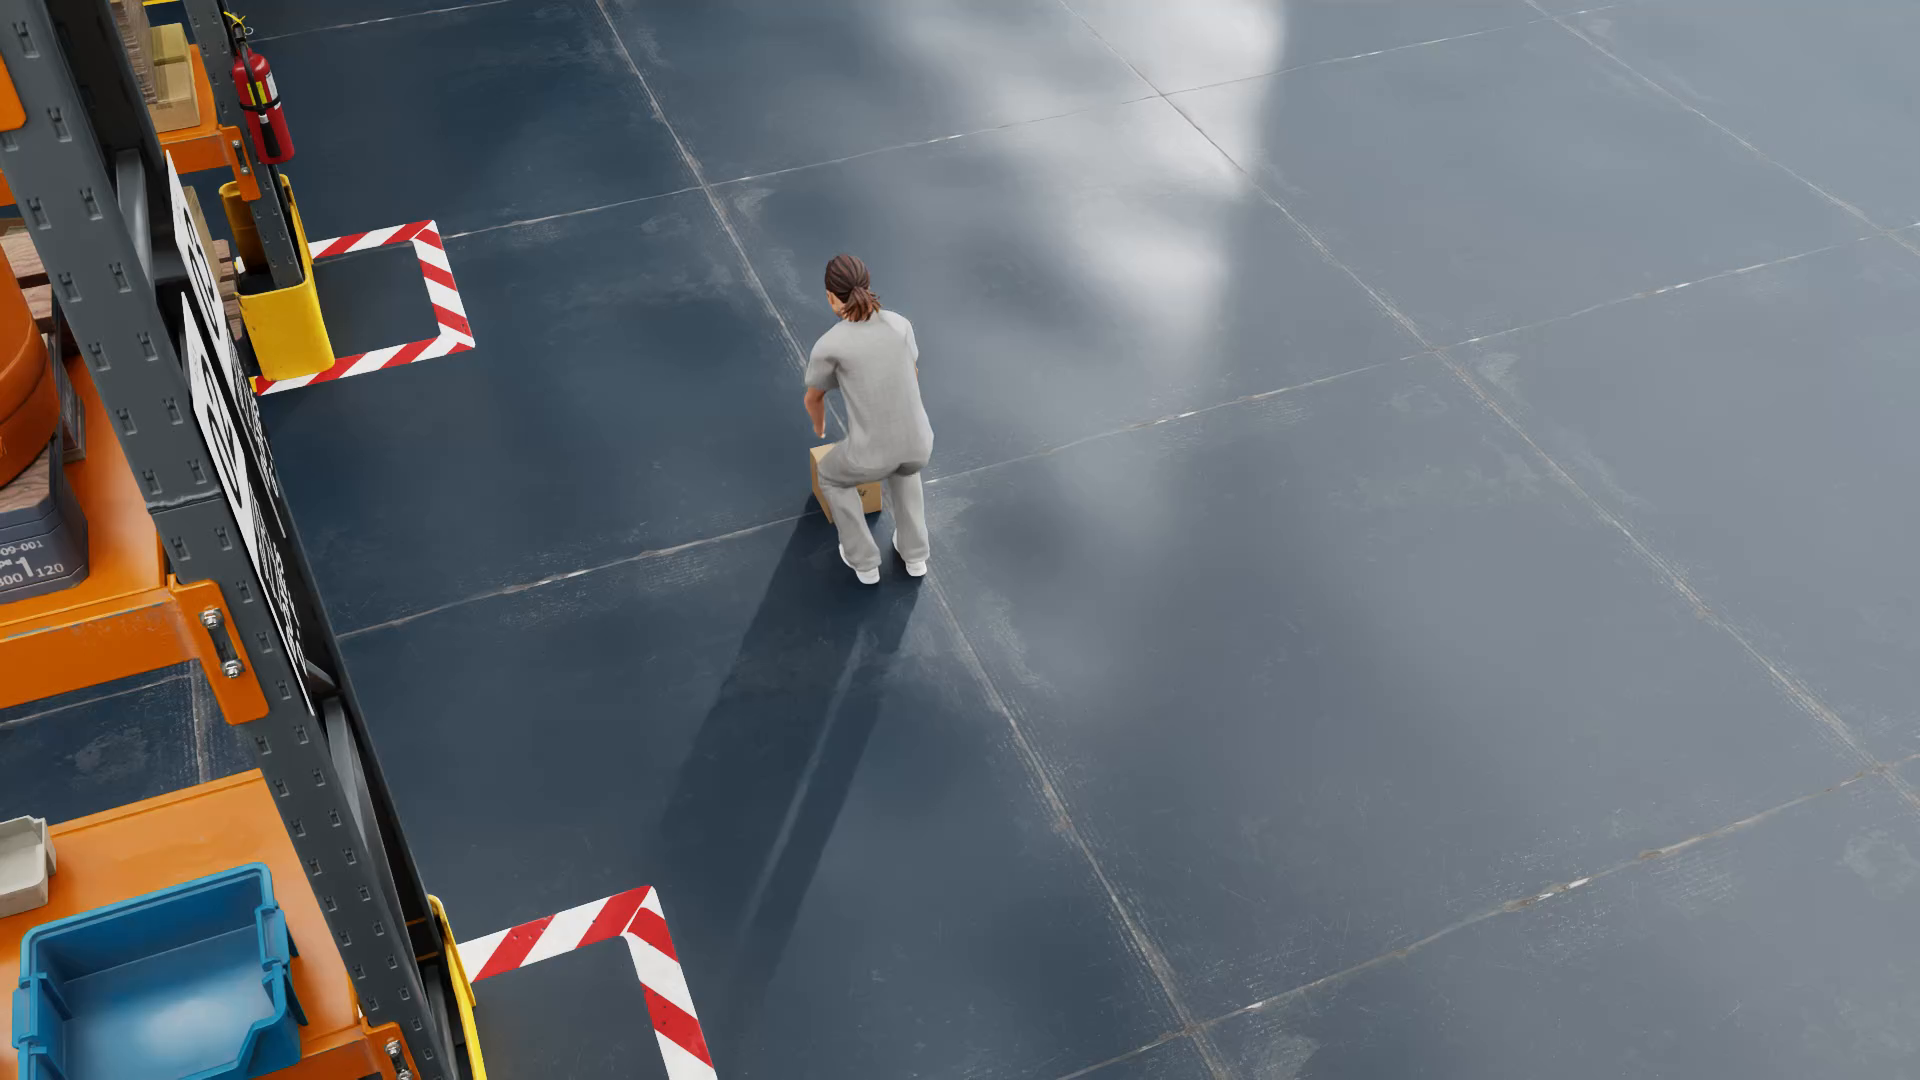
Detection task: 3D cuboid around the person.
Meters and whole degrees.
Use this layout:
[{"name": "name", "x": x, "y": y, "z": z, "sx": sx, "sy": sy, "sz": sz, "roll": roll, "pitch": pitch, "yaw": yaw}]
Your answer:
[{"name": "person", "x": -0.376, "y": -0.450, "z": 6.841, "sx": 0.489, "sy": 1.444, "sz": 0.596, "roll": -15, "pitch": 44, "yaw": -16}]
